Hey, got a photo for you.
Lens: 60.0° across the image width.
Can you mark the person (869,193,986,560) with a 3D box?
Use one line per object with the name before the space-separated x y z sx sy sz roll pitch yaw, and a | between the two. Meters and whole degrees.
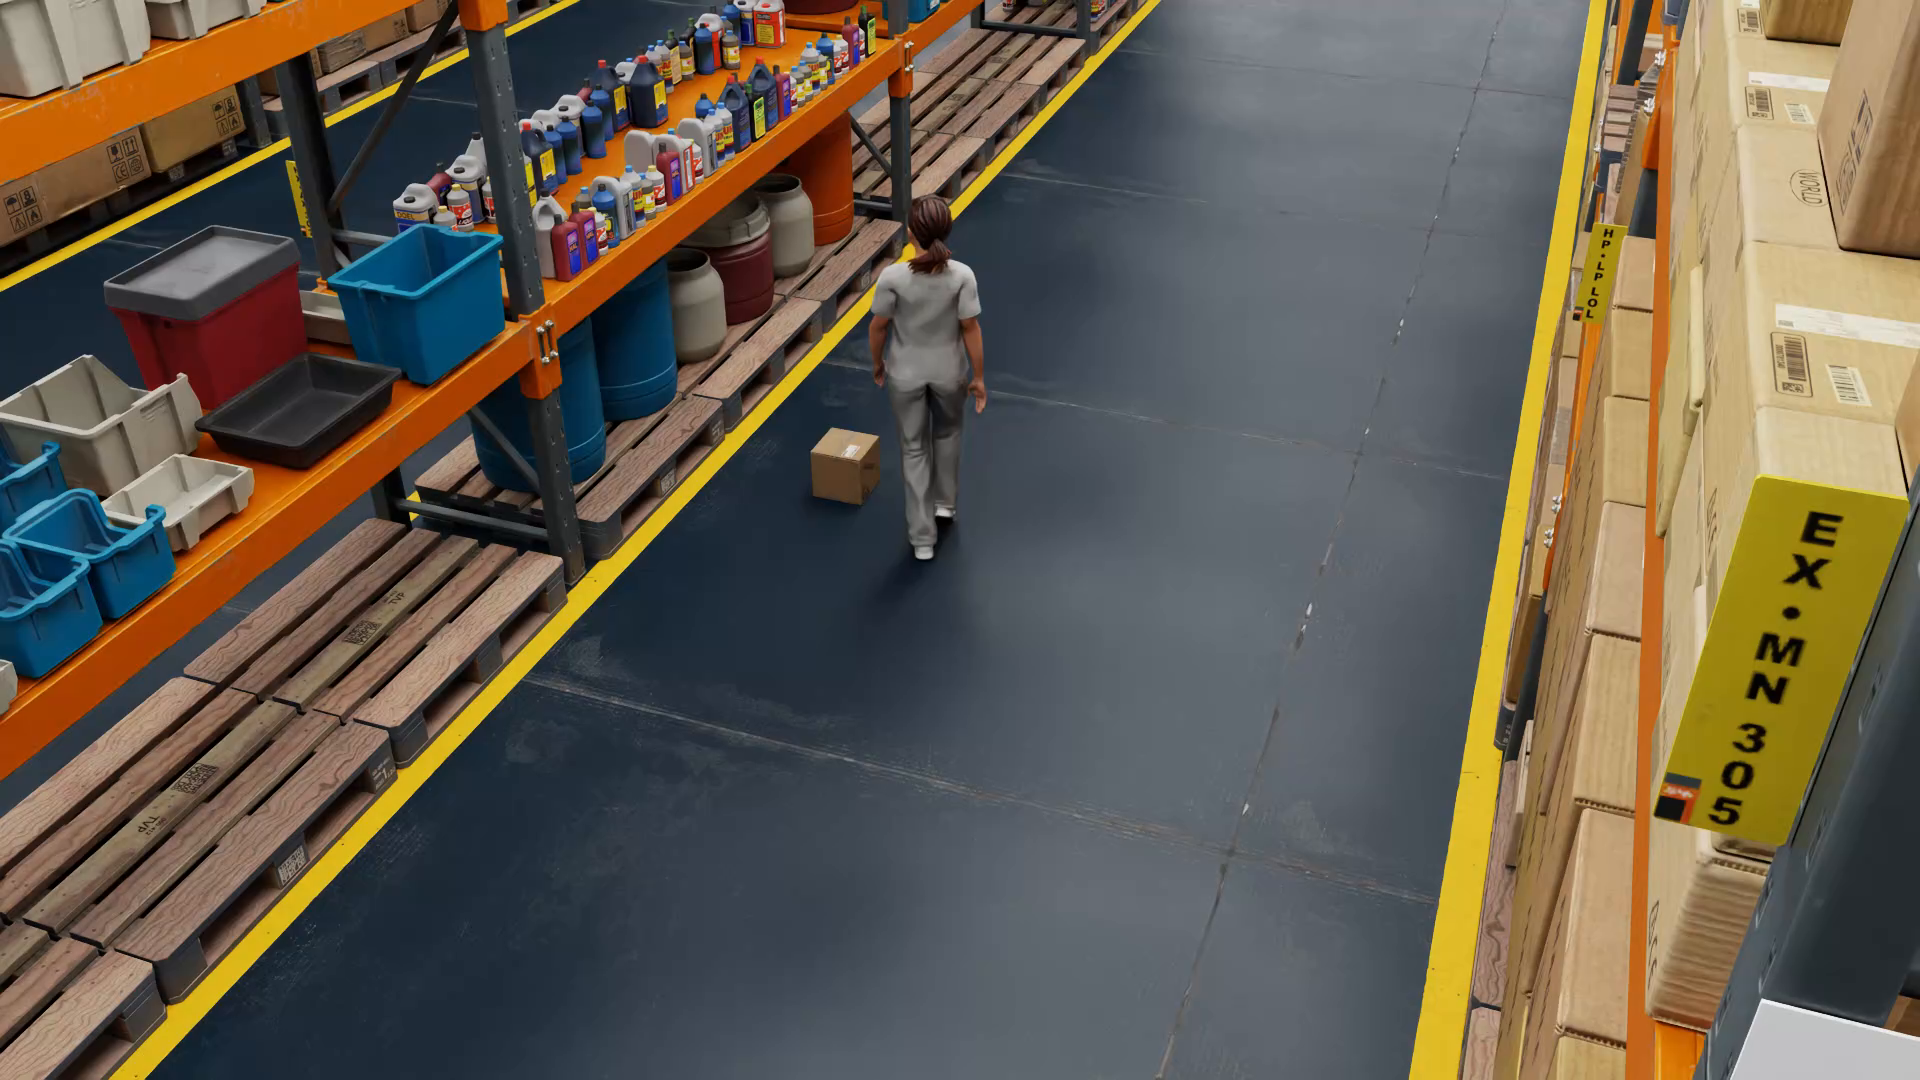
person | -0.147 -0.715 7.278 0.492 1.727 0.567 -4 34 -5
